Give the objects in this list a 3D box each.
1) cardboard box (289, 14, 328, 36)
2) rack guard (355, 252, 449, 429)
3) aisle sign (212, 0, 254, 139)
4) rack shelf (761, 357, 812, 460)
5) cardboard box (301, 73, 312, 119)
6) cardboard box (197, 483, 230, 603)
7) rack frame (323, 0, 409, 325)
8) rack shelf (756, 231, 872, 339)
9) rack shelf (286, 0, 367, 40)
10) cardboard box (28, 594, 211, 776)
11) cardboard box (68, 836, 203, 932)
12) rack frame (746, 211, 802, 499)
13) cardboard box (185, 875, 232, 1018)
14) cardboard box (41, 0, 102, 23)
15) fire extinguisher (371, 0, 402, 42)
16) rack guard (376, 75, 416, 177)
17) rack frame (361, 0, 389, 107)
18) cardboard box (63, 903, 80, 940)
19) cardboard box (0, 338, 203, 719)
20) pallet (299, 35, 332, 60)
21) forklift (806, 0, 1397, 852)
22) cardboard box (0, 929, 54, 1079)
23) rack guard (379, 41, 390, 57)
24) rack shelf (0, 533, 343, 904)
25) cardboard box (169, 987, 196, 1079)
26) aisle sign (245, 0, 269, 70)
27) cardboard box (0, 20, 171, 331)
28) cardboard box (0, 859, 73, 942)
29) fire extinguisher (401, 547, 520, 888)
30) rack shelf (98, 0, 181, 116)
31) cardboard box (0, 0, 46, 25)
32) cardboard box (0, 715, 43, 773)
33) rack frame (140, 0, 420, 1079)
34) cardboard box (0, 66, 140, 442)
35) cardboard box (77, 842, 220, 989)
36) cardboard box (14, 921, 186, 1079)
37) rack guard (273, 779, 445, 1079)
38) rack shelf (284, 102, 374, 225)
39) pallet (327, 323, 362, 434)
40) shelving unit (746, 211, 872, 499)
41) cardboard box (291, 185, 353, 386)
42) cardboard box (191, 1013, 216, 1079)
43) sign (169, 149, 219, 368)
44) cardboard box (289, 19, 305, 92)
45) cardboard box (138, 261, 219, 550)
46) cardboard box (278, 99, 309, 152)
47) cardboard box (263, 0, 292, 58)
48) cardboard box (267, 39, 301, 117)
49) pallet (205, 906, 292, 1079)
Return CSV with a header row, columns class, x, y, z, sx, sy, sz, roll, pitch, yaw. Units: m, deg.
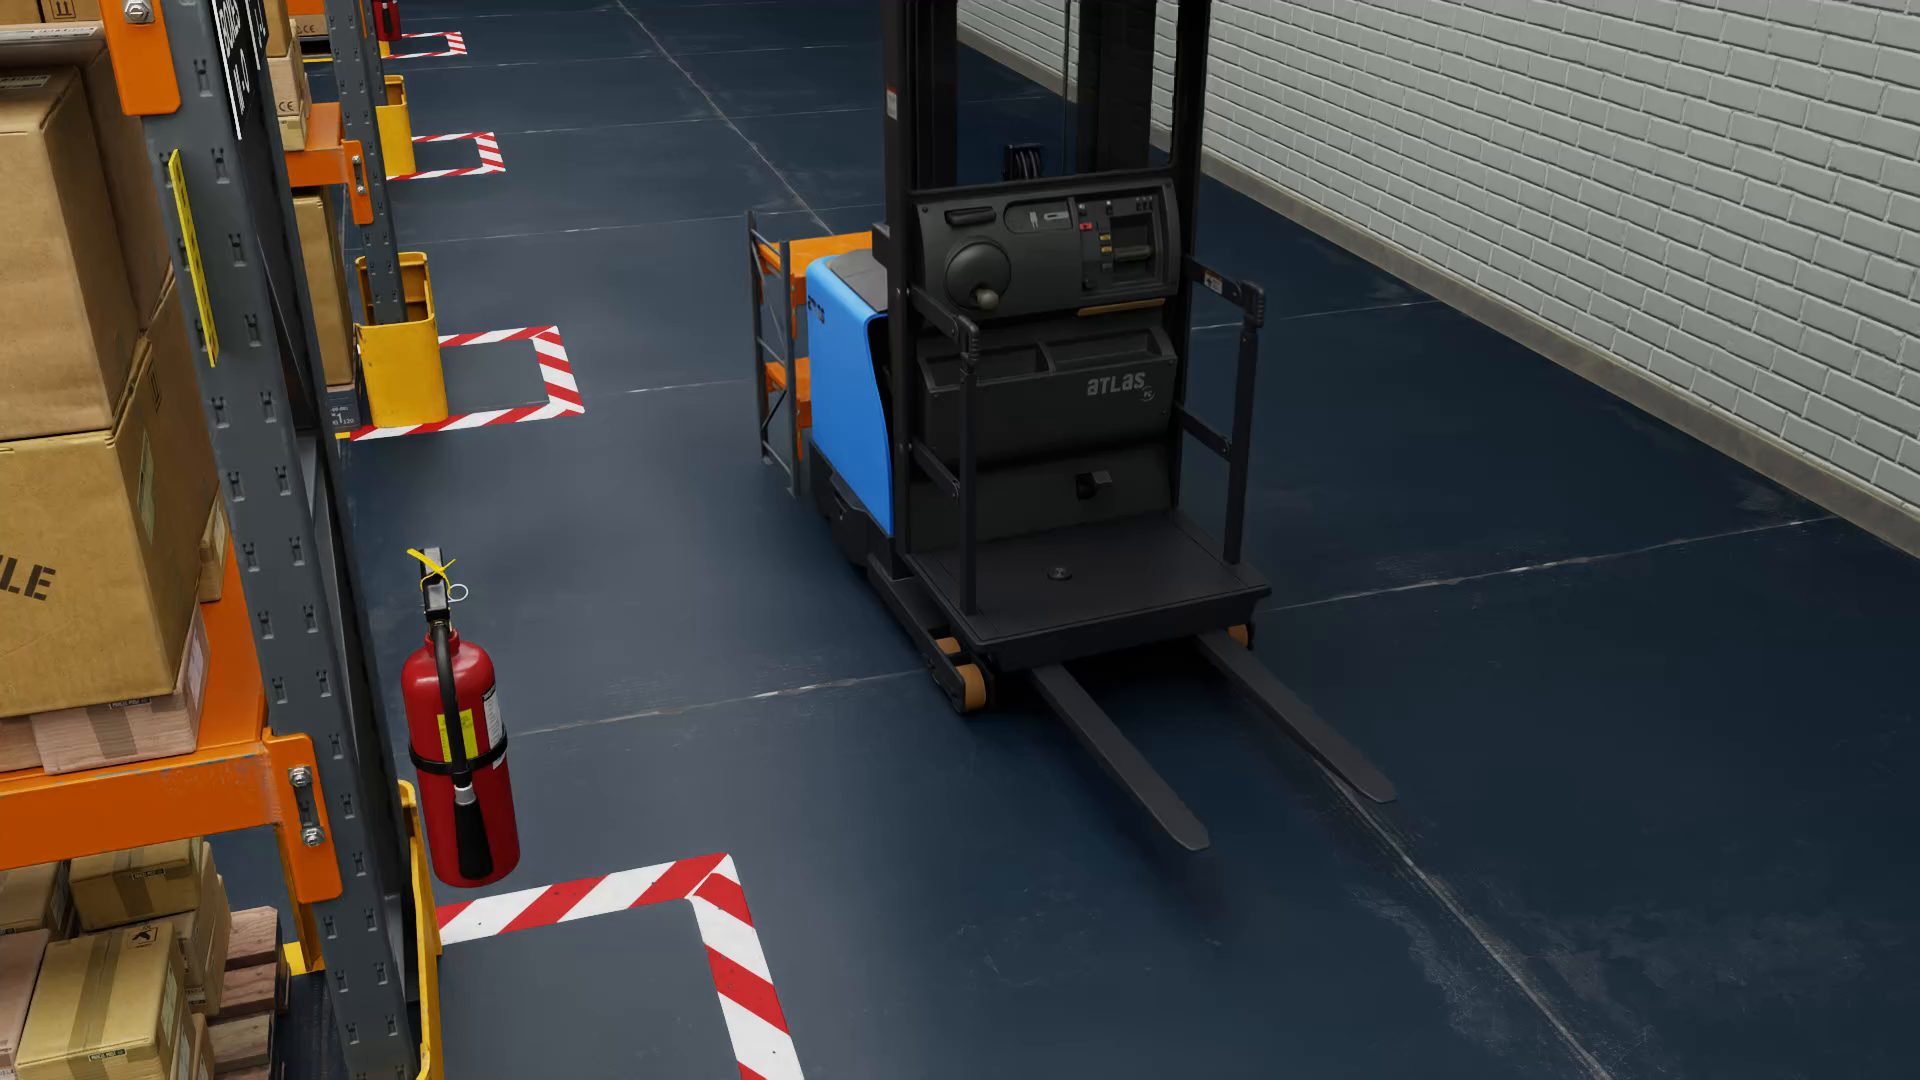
class,x,y,z,sx,sy,sz,roll,pitch,yaw
cardboard box,-6.294,-5.214,16.195,0.500,0.500,0.500,-8,28,-16
rack guard,-2.767,-1.010,8.222,0.348,0.500,1.175,-8,28,-16
aisle sign,-1.187,-1.063,2.594,0.004,0.787,0.394,-8,28,-16
rack shelf,-0.325,-0.654,7.353,1.000,0.278,0.538,-11,28,-21
cardboard box,-3.229,-2.104,7.898,0.250,0.149,0.380,-8,27,-16
cardboard box,-1.759,0.003,3.652,0.250,0.149,0.380,-8,28,-17
rack frame,-2.789,-2.126,7.660,0.127,3.000,1.000,-8,28,-16
rack shelf,-0.325,-1.136,7.114,1.000,0.278,0.538,-11,28,-21
rack shelf,-6.225,-3.623,11.483,4.000,0.370,1.077,-8,28,-16
cardboard box,-1.572,0.262,3.132,0.250,0.149,0.380,-8,28,-16
cardboard box,-1.953,0.736,3.960,0.250,0.149,0.380,-10,28,-18
rack frame,-0.791,-0.783,7.062,0.032,1.125,0.500,-11,28,-21
cardboard box,-1.947,1.010,4.075,0.250,0.149,0.380,-8,27,-15
cardboard box,-3.805,-2.507,7.418,0.500,0.500,0.500,-9,28,-17
fire extinguisher,-4.039,-3.847,11.633,0.183,0.674,0.296,-8,28,-16
rack guard,-4.304,-3.110,12.451,0.348,0.500,1.175,-8,28,-16
rack frame,-4.323,-4.220,11.878,0.127,3.000,1.000,-8,28,-16
cardboard box,-2.205,0.918,3.927,0.250,0.149,0.380,-8,28,-16
cardboard box,-1.697,-0.022,2.975,0.500,0.500,0.500,-8,27,-15
pallet,-6.684,-4.945,16.475,1.213,0.211,1.003,-8,28,-16
forklift,0.386,-0.944,5.355,1.130,2.935,3.031,-10,28,-19
cardboard box,-2.031,0.998,3.432,0.250,0.149,0.380,-8,27,-15
rack guard,-5.926,-5.185,16.632,0.348,0.500,1.175,-8,28,-16
rack shelf,-3.251,0.582,3.012,4.000,0.370,1.077,-8,28,-16
cardboard box,-1.763,1.134,3.492,0.250,0.149,0.380,-9,28,-17
aisle sign,-1.373,-1.316,3.105,0.004,0.787,0.394,-8,28,-16
cardboard box,-1.859,-0.691,3.198,0.500,0.500,0.500,-8,28,-16
cardboard box,-2.178,0.825,3.781,0.250,0.149,0.380,-8,27,-15
fire extinguisher,-0.967,0.347,3.184,0.183,0.674,0.296,-8,28,-16
rack shelf,-3.251,-0.761,2.345,4.000,0.370,1.077,-8,28,-16
cardboard box,-4.296,-2.433,7.269,0.500,0.500,0.500,-9,28,-17
cardboard box,-1.820,0.280,3.095,0.250,0.149,0.380,-8,28,-16
rack frame,-1.350,-0.015,3.407,0.127,3.000,1.000,-8,28,-16
cardboard box,-1.708,-0.473,2.758,0.500,0.500,0.500,-9,28,-17
cardboard box,-1.927,0.904,3.955,0.250,0.149,0.380,-7,27,-14
cardboard box,-1.774,0.987,3.453,0.250,0.149,0.380,-8,27,-16
rack guard,-1.422,1.115,3.942,0.348,0.500,1.175,-8,28,-16
rack shelf,-4.691,-1.529,7.265,4.000,0.370,1.077,-8,28,-16
pallet,-3.526,-0.734,7.991,1.213,0.211,1.003,-8,28,-16
shelving unit,-0.325,-0.873,7.244,1.048,1.125,0.538,-11,28,-21
cardboard box,-3.373,-1.241,7.793,0.875,0.875,0.875,-8,28,-16
cardboard box,-1.786,1.234,3.624,0.250,0.149,0.380,-8,27,-15
sign,-1.197,-0.438,2.601,0.005,0.325,0.100,-8,28,-16
cardboard box,-3.329,-2.240,7.724,0.500,0.250,0.500,-9,28,-17
cardboard box,-1.862,-0.248,3.430,0.500,0.500,0.500,-7,27,-14
cardboard box,-3.026,-1.825,7.336,0.250,0.149,0.380,-8,27,-15
cardboard box,-3.171,-2.350,7.101,0.500,0.500,0.500,-8,27,-15
cardboard box,-3.168,-2.013,7.266,0.500,0.250,0.500,-9,28,-17
pallet,-2.205,1.341,3.811,1.213,0.211,1.003,-8,28,-16
